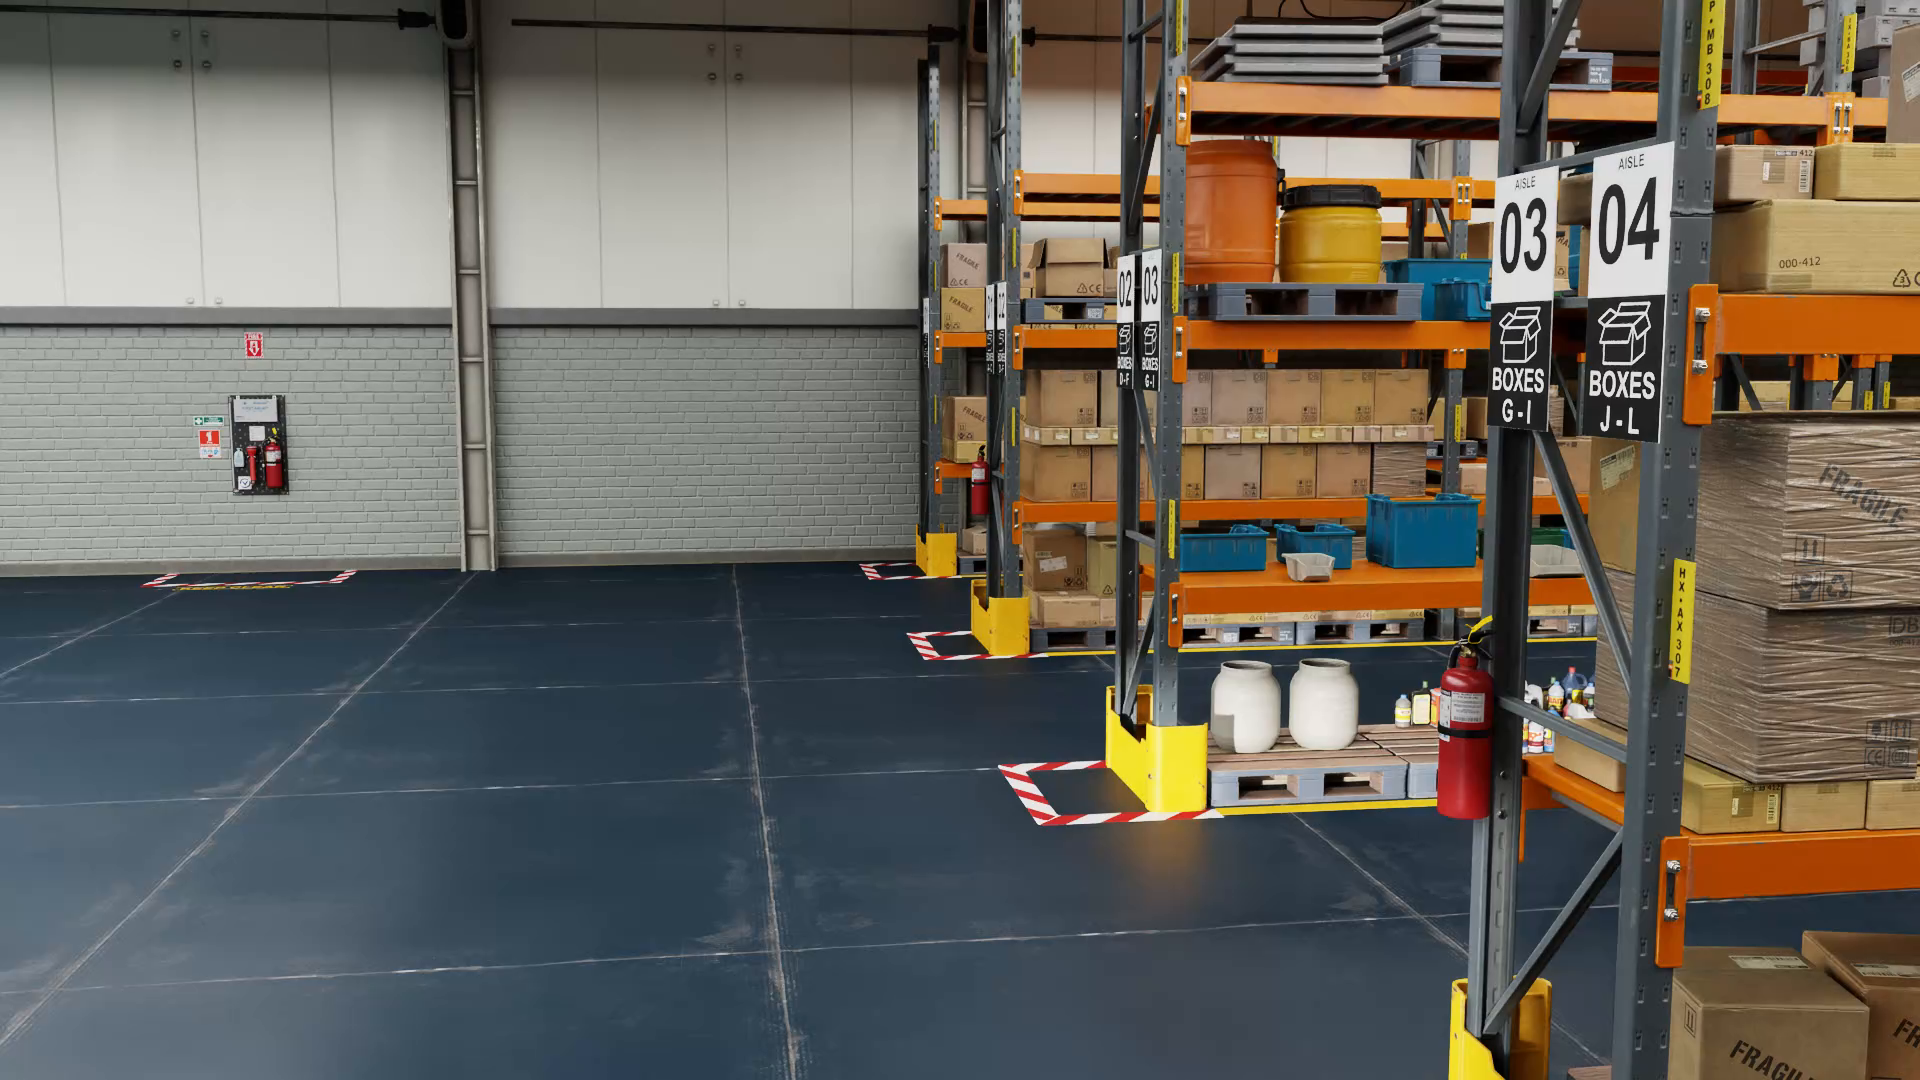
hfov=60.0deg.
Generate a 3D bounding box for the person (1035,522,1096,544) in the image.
[{"bbox_3d":[1.142,0.155,16.543,0.829,1.170,0.391,-1,7,-11],"label":"person"}]
